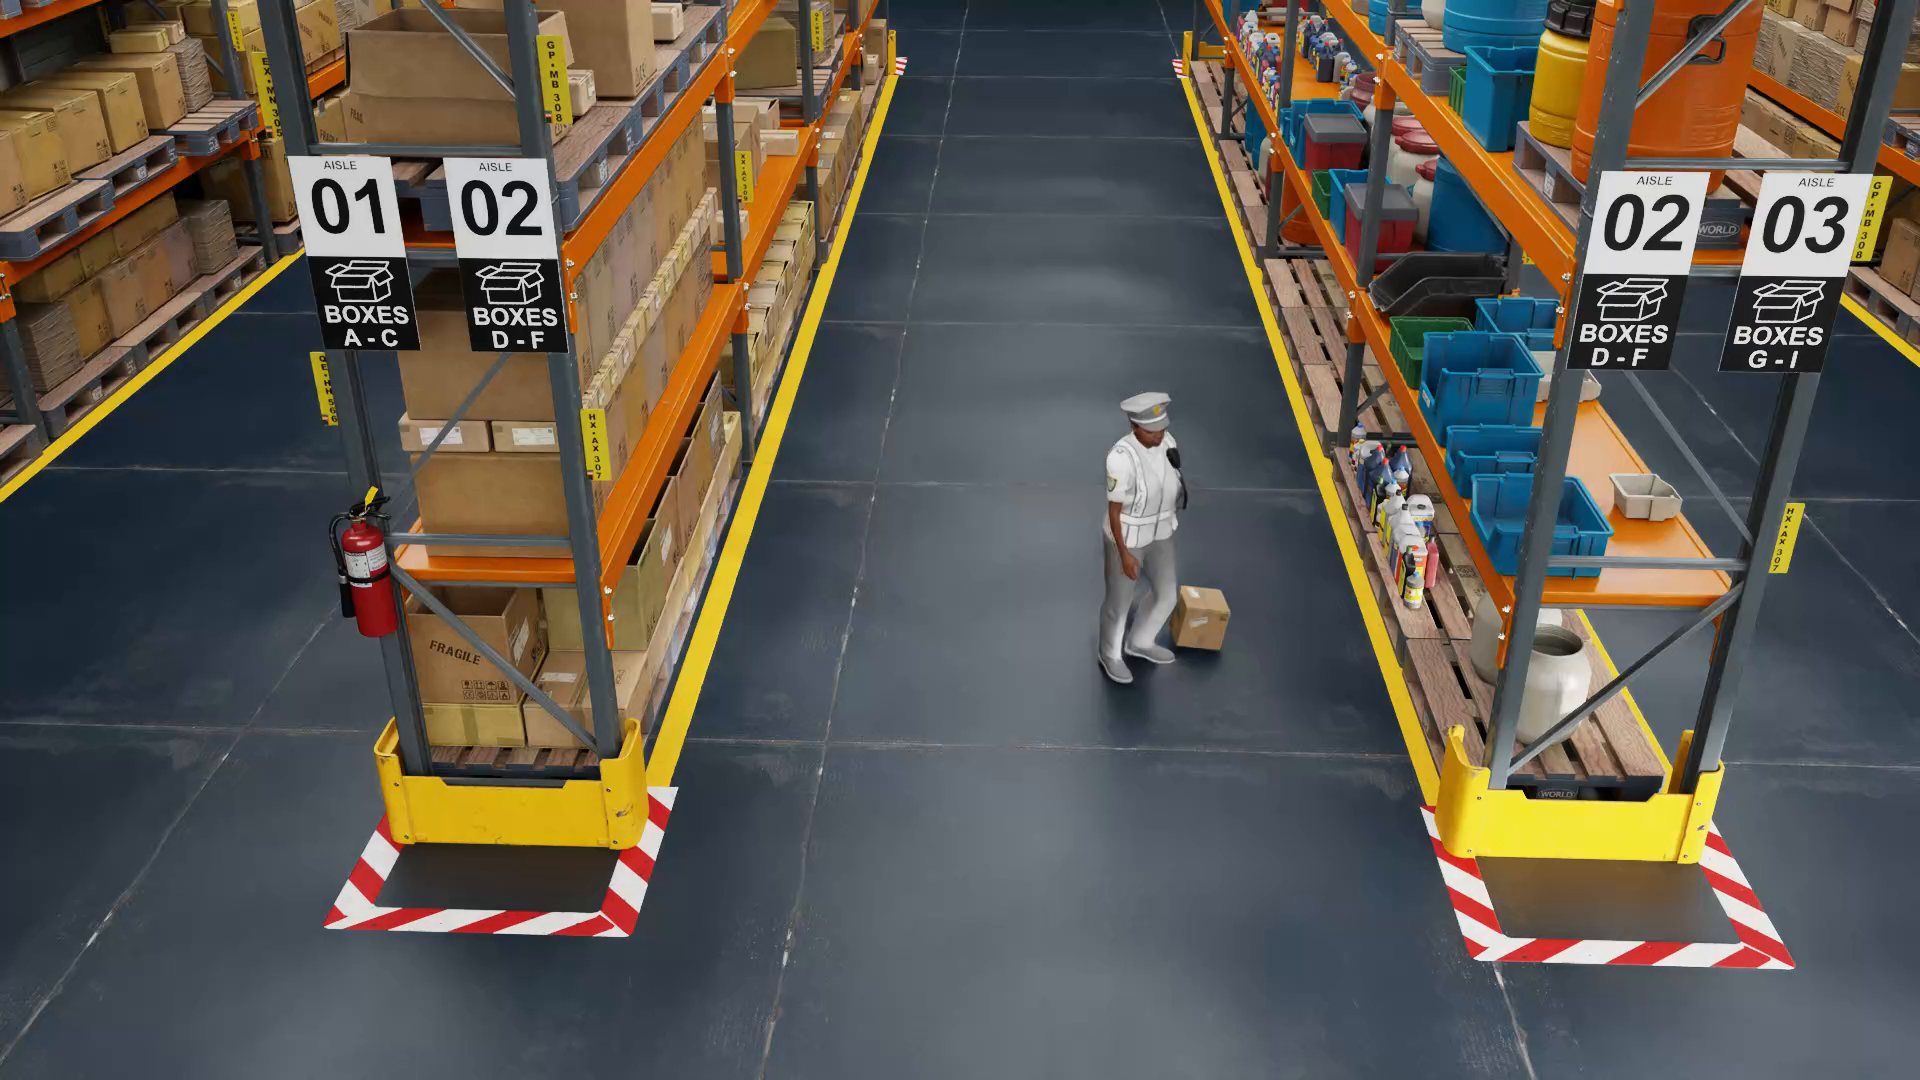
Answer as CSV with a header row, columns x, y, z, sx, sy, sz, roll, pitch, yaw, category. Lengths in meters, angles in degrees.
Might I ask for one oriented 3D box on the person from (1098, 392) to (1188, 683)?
x,y,z,sx,sy,sz,roll,pitch,yaw,category
0.958,-0.017,8.654,0.523,1.671,0.389,-17,32,-28,person
